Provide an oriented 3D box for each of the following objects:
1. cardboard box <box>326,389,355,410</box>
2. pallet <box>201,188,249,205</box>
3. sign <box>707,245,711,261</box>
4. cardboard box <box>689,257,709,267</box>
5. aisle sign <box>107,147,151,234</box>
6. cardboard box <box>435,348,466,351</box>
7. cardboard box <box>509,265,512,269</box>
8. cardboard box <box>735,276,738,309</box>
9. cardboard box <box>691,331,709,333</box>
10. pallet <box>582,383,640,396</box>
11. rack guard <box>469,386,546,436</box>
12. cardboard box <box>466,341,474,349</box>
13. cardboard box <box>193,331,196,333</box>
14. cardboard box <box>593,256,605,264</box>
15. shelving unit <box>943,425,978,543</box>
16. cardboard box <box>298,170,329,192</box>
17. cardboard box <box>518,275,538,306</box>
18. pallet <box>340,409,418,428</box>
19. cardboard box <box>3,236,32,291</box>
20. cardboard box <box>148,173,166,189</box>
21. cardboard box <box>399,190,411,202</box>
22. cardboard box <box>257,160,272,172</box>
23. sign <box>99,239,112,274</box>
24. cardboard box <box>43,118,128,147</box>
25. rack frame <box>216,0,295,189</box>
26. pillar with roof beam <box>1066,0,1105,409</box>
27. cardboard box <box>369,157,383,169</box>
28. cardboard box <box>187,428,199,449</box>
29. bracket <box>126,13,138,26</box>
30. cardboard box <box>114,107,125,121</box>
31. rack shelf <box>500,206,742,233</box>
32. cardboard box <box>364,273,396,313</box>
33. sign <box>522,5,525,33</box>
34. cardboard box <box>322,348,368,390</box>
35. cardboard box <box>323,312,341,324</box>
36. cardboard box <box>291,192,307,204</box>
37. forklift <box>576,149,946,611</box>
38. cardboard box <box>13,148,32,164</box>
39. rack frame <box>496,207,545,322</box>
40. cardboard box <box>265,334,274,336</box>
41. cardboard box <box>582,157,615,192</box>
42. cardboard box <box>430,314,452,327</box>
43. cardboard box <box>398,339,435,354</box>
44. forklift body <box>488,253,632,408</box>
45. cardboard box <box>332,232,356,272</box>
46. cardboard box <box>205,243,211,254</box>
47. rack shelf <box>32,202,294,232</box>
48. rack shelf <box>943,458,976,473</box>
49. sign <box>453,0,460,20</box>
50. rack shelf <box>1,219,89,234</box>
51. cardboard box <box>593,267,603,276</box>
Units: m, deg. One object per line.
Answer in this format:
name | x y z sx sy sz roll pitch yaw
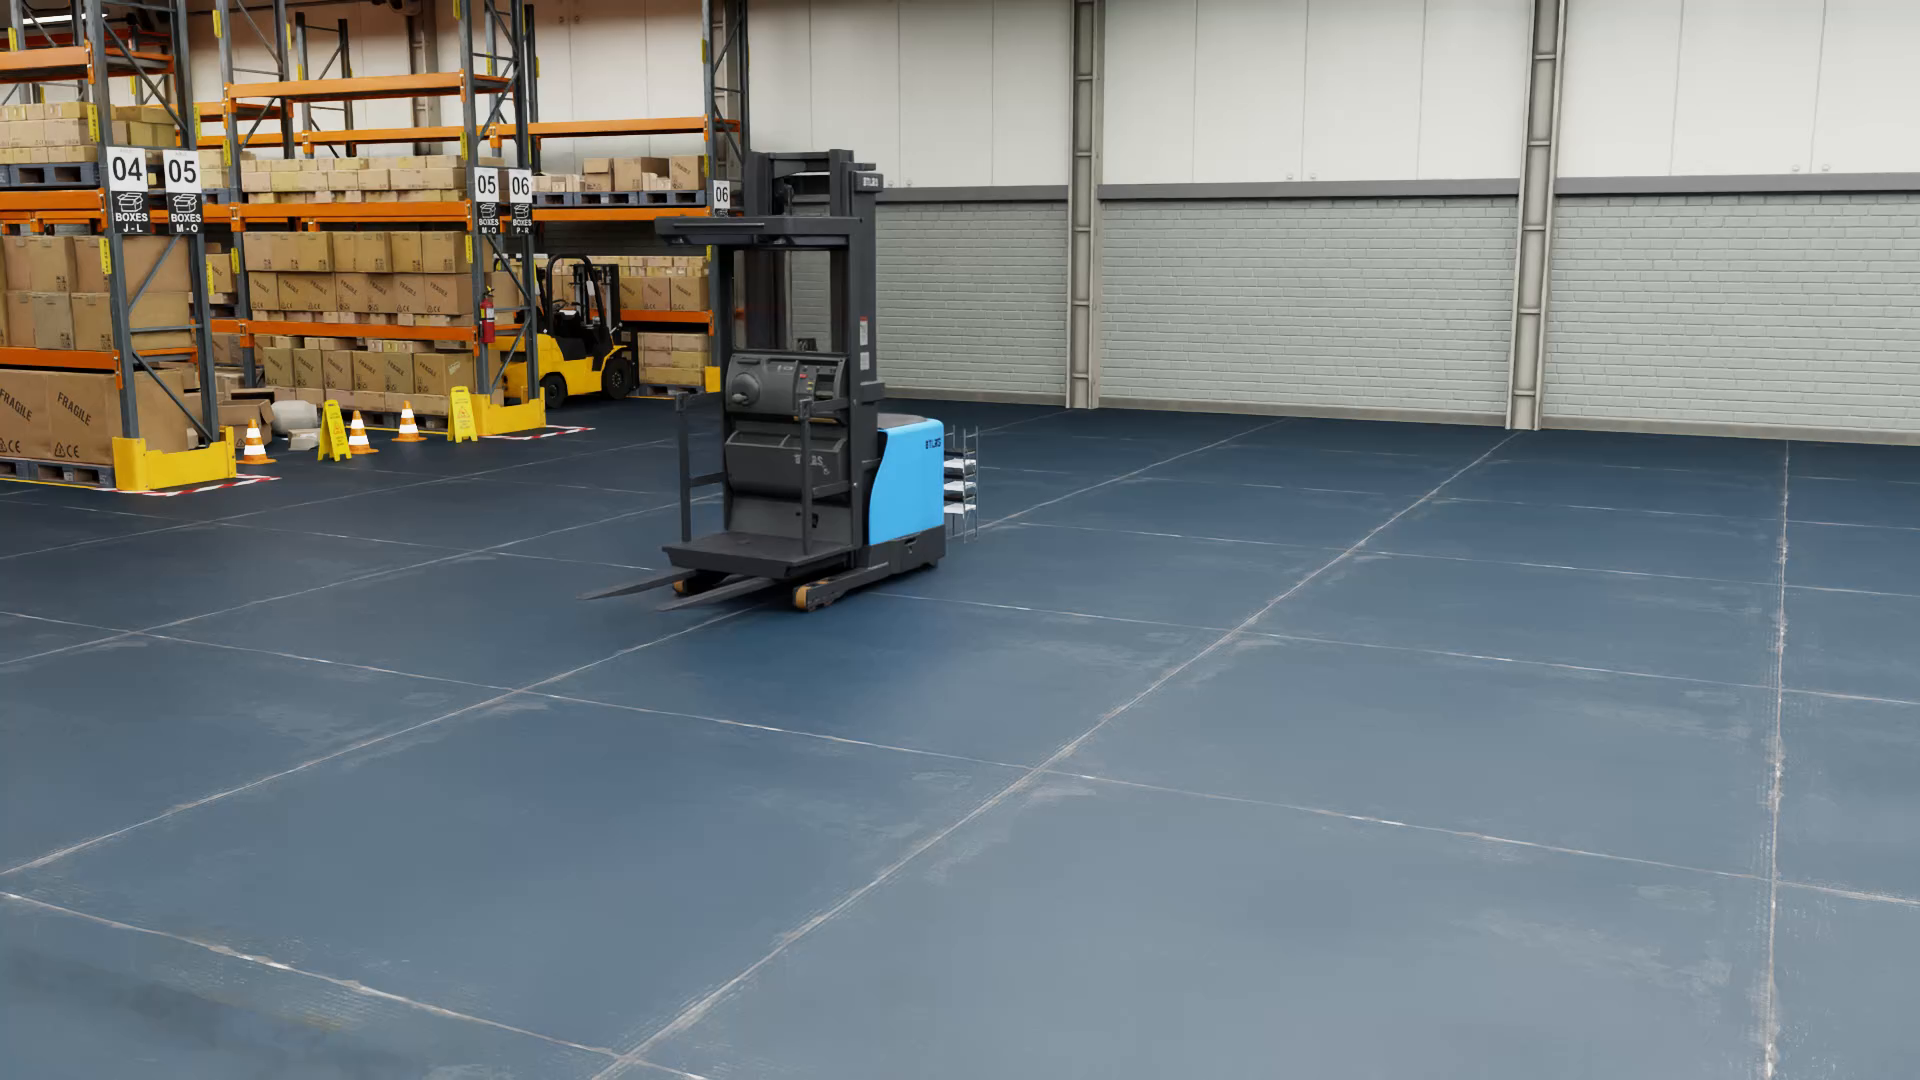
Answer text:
cardboard box | -7.823 -1.838 21.505 0.500 0.250 0.500 5 11 25
pallet | -9.700 -4.605 22.356 1.003 0.211 1.213 5 11 26
sign | -3.666 -4.234 24.287 0.005 0.325 0.100 5 11 26
cardboard box | -3.828 -4.143 24.761 0.250 0.149 0.380 5 11 26
aisle sign | -7.775 -3.268 15.563 0.004 0.787 0.394 5 11 26
cardboard box | -6.700 -2.213 21.472 0.500 0.500 0.500 5 11 24
cardboard box | -7.221 -4.379 26.901 0.250 0.149 0.380 5 11 25
cardboard box | -3.735 -3.766 25.336 0.500 0.500 0.500 5 12 28
cardboard box | -3.761 -3.047 25.378 0.500 0.250 0.500 5 11 25
pallet | -5.208 -2.411 25.960 1.213 0.211 1.003 5 11 26
rack guard | -5.675 -1.616 20.758 0.348 0.500 1.175 5 11 26
cardboard box | -7.473 -3.026 27.017 0.625 0.625 0.875 6 12 28
cardboard box | -13.453 -3.776 29.691 0.250 0.149 0.380 4 11 23
cardboard box | -5.424 -4.285 25.548 0.250 0.149 0.380 5 11 26
shelving unit | -0.007 -0.443 13.154 0.210 0.900 0.258 5 11 26
cardboard box | -8.010 -4.545 21.084 0.500 0.250 0.500 5 11 26
cardboard box | -6.718 -3.921 26.193 0.500 0.500 0.500 5 11 24
pallet | -7.477 -1.640 21.701 1.213 0.211 1.003 5 11 26
cardboard box | -8.998 -2.777 16.698 0.550 0.550 0.875 5 11 26
cardboard box | -10.690 -4.868 22.527 0.500 0.250 0.500 5 11 27
cardboard box | -6.709 -4.248 20.560 0.250 0.149 0.380 5 11 26
cardboard box | -8.809 -4.808 21.415 0.250 0.149 0.380 5 12 28
sign | -7.959 -2.643 15.493 0.005 0.325 0.100 5 11 26
cardboard box | -8.269 -3.840 15.730 0.500 0.250 0.500 5 11 27
rack frame | -9.193 -6.108 21.709 0.127 3.000 1.000 5 11 26
pillar with roof beam | -0.163 -5.624 19.037 0.400 9.000 9.100 5 11 26
cardboard box | -7.135 -4.682 20.720 0.250 0.149 0.380 5 11 24
cardboard box | -8.937 -1.170 18.952 0.258 0.266 0.396 7 13 36
bracket | -14.930 -9.477 30.220 0.430 0.232 0.235 5 11 26
cardboard box | -8.089 -4.140 16.264 0.250 0.149 0.380 5 11 26
rack shelf | -5.207 -4.913 25.551 4.000 0.370 1.077 5 11 26
cardboard box | -7.109 -3.115 20.903 0.500 0.500 0.500 5 11 26
sign | -5.366 -6.378 20.356 0.005 0.325 0.100 5 11 26
cardboard box | -7.834 -2.207 21.439 0.500 0.500 0.500 6 12 29
cardboard box | -7.910 -2.854 21.280 0.250 0.149 0.380 5 11 26
cardboard box | -8.334 -4.387 21.329 0.250 0.149 0.380 5 12 28
forklift | -1.275 -1.075 10.942 1.130 2.935 3.031 6 12 29
cardboard box | -8.837 -3.682 15.977 0.250 0.149 0.380 5 11 26
rack frame | -7.001 -3.949 26.625 0.127 3.000 1.000 5 11 26
cardboard box | -11.834 -3.631 28.886 0.250 0.149 0.380 5 12 27
cardboard box | -5.300 -5.561 25.361 0.637 0.503 0.797 5 12 28
cardboard box | -6.313 -2.714 20.511 0.250 0.149 0.380 5 11 25
cardboard box | -6.799 -2.422 20.804 0.250 0.149 0.380 5 12 27
forklift body | -5.921 -3.074 24.175 1.214 2.155 2.313 5 11 26
cardboard box | -7.500 -3.660 21.105 0.500 0.500 0.700 5 11 25
cardboard box | -10.331 -3.930 22.403 0.250 0.149 0.380 5 11 24
rack shelf | -10.987 -4.435 22.911 4.000 0.370 1.077 5 11 26
rack shelf | -0.007 -0.588 13.127 0.200 0.077 0.258 5 11 26
sign | -5.870 -6.243 19.389 0.005 0.325 0.100 5 11 26
rack shelf | -15.968 -5.859 30.776 4.000 0.370 1.077 5 11 26
cardboard box | -5.453 -4.125 25.497 0.250 0.149 0.380 5 11 25
